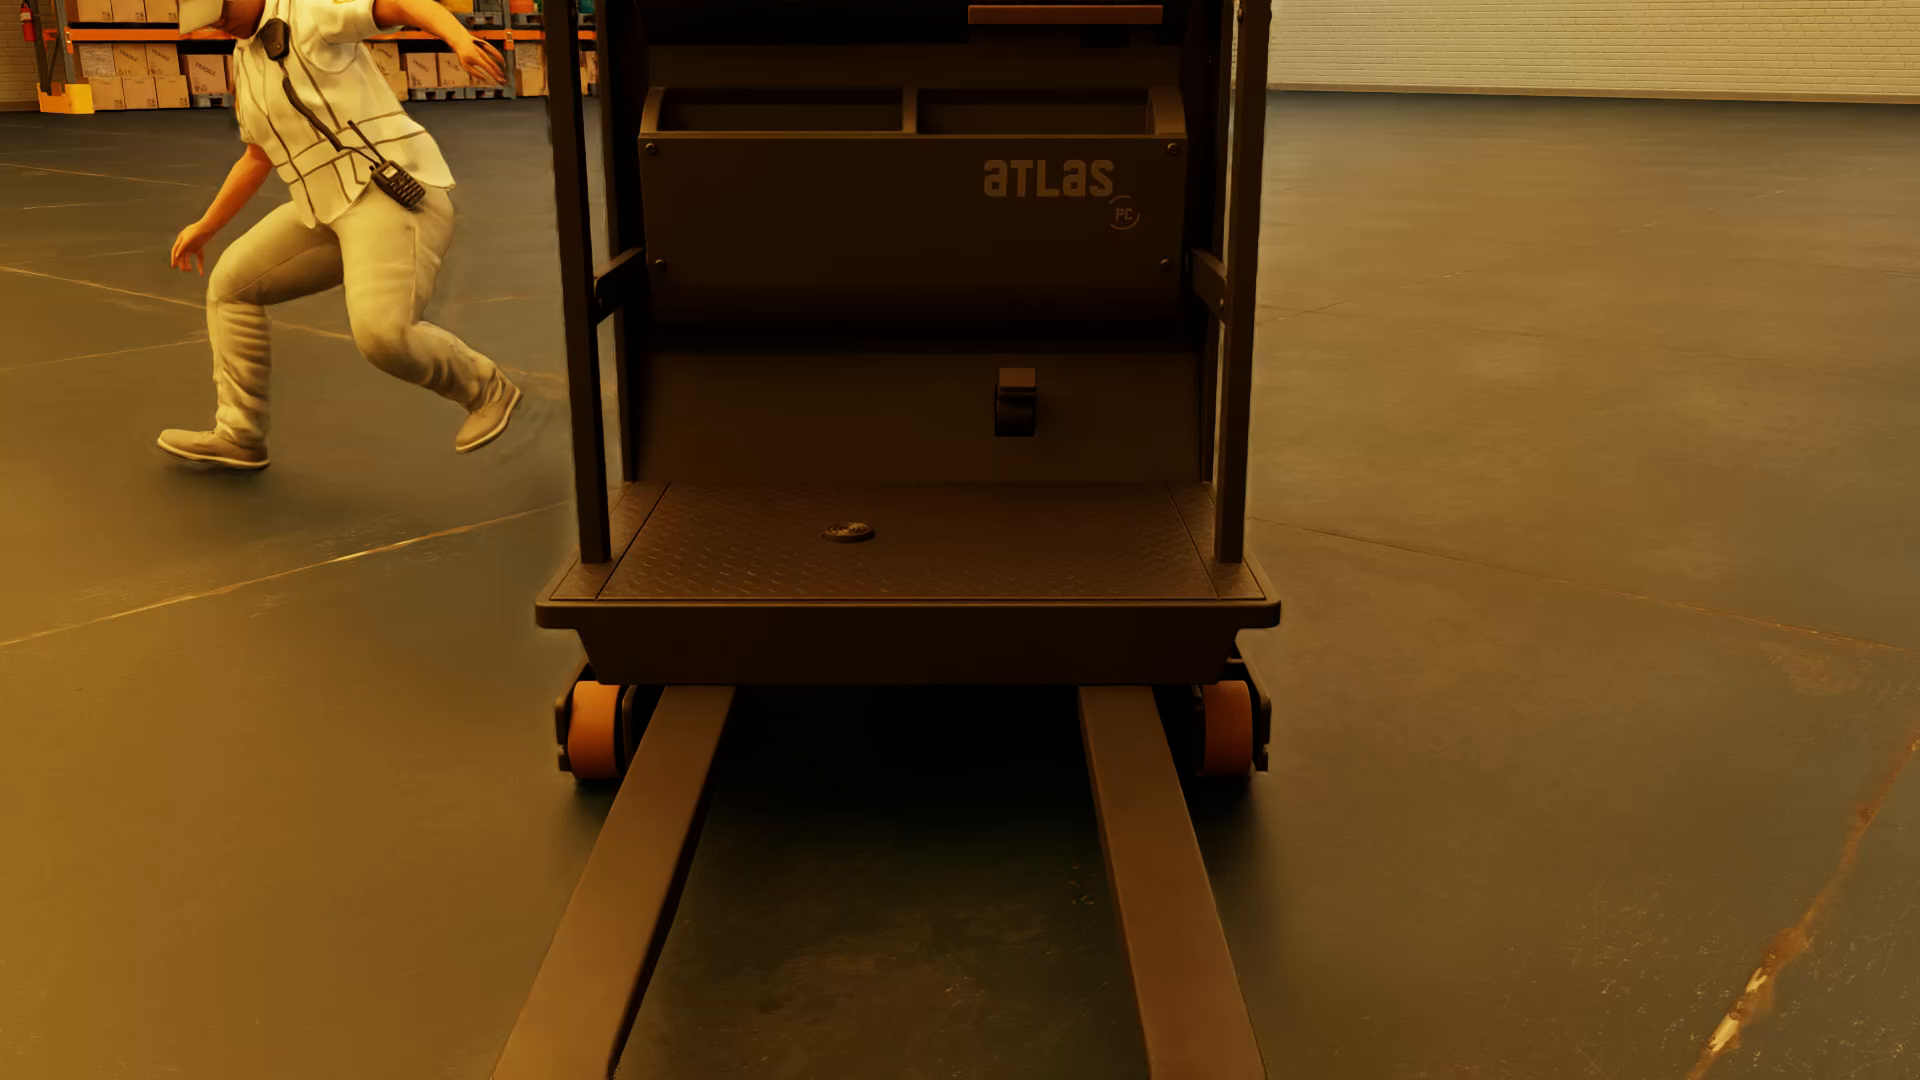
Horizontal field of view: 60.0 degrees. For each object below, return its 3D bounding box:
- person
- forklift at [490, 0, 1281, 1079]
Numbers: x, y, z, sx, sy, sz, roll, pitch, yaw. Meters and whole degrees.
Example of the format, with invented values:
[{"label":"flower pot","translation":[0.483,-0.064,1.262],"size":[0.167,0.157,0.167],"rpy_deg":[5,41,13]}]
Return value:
[{"label":"person","translation":[-1.598,-0.837,4.309],"size":[1.096,1.395,0.710],"rpy_deg":[15,22,40]},{"label":"forklift","translation":[-0.077,-1.105,2.535],"size":[1.130,2.935,3.031],"rpy_deg":[0,17,0]}]
